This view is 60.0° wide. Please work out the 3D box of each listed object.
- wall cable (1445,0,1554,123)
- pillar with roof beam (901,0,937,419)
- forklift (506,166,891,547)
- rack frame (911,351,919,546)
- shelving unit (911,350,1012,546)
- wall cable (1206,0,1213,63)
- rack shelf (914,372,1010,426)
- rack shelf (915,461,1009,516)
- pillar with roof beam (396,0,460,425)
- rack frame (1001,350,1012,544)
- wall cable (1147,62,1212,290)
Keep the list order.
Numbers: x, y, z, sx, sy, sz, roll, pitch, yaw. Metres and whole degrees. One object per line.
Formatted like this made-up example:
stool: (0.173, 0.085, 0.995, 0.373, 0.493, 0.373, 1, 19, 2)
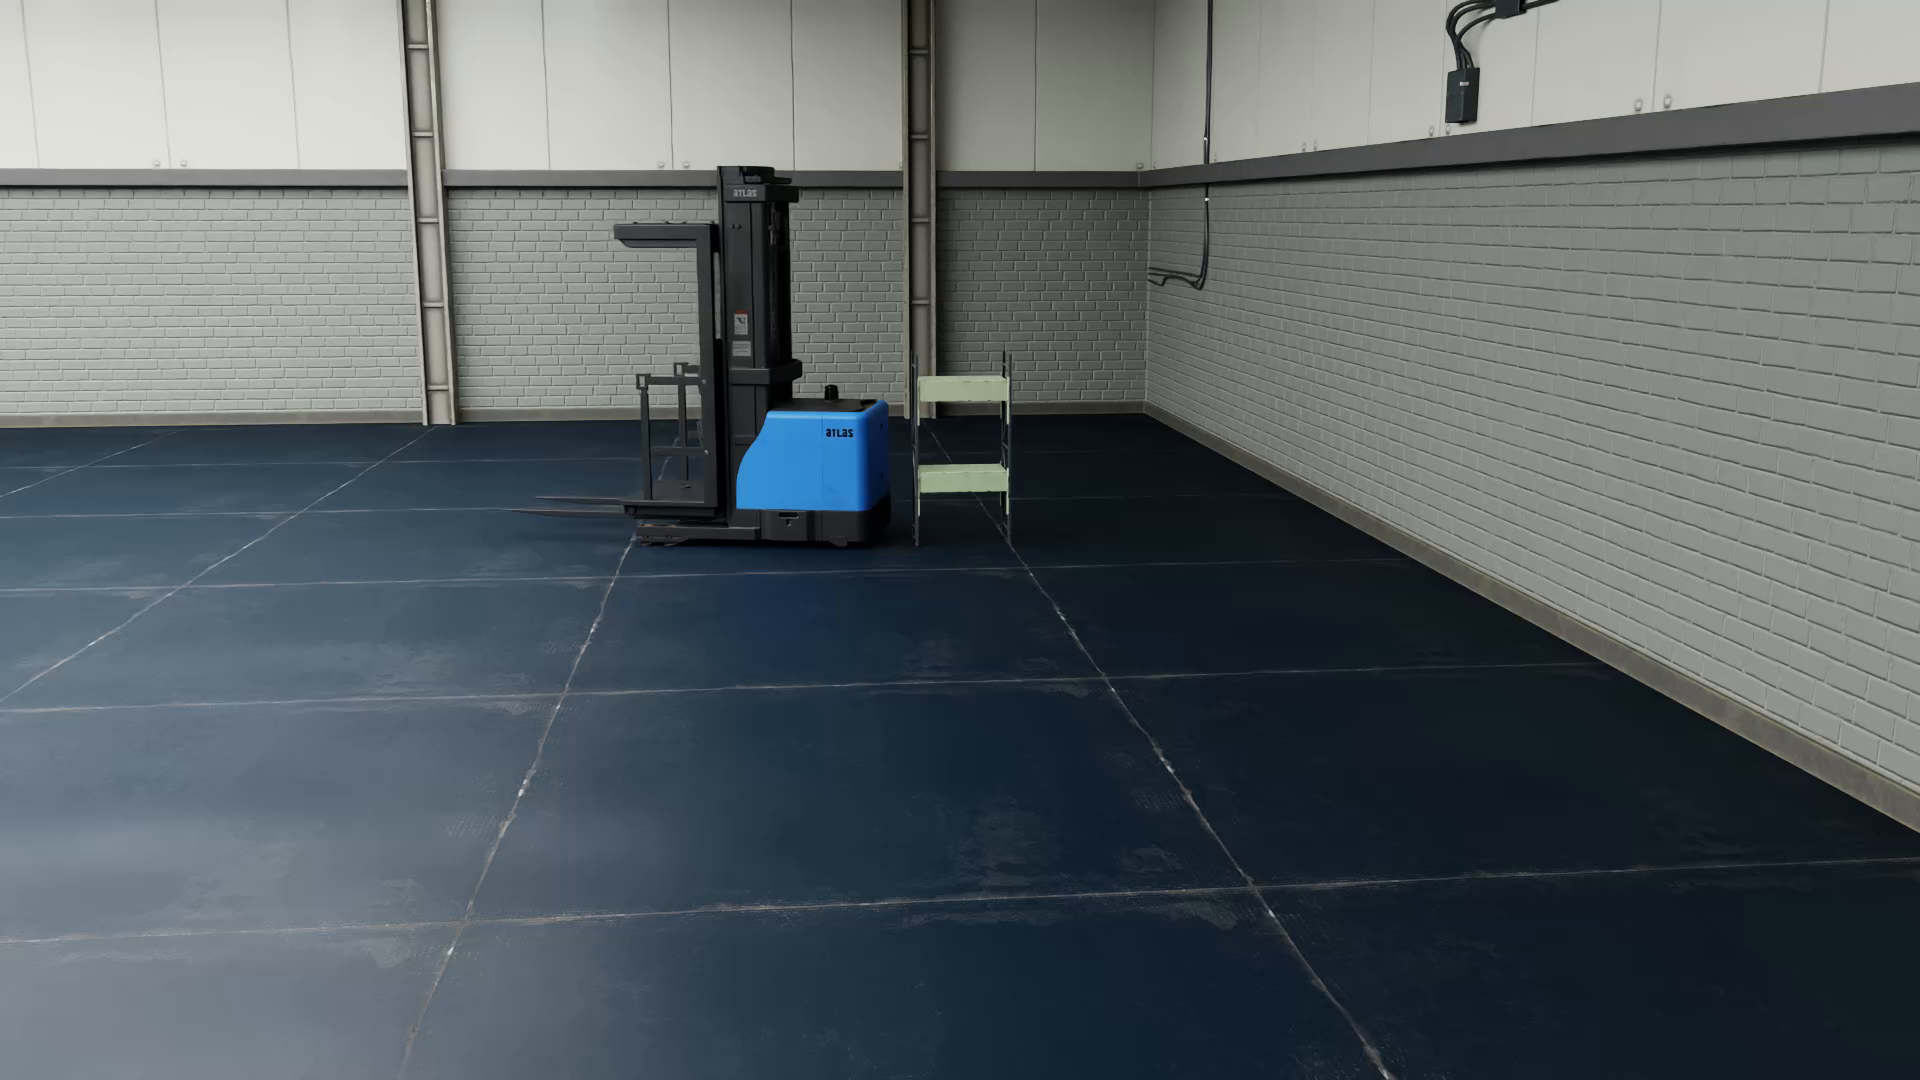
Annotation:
wall cable: (3.567, -5.655, 9.987, 0.169, 6.003, 2.305, -1, 11, -6)
pillar with roof beam: (-0.049, -5.174, 16.356, 0.400, 9.000, 9.100, -1, 11, -6)
forklift: (-2.131, -1.489, 13.342, 3.031, 2.935, 1.130, 1, 11, 7)
rack frame: (-0.357, -0.728, 13.185, 0.023, 1.500, 0.400, -1, 11, -6)
shelving unit: (0.007, -0.736, 13.224, 0.755, 1.500, 0.431, -1, 11, -6)
wall cable: (2.850, -6.243, 16.751, 0.112, 2.526, 3.097, -1, 11, -6)
rack shelf: (0.007, -1.119, 13.149, 0.720, 0.370, 0.431, -1, 11, -6)
rack shelf: (0.007, -0.416, 13.287, 0.720, 0.370, 0.431, -1, 11, -6)
pillar with roof beam: (-6.014, -5.049, 15.720, 0.400, 9.000, 9.100, -1, 11, -6)
rack frame: (0.371, -0.744, 13.263, 0.023, 1.500, 0.400, -1, 11, -6)
wall cable: (2.558, -4.283, 19.877, 0.112, 2.526, 3.097, -1, 11, -6)
